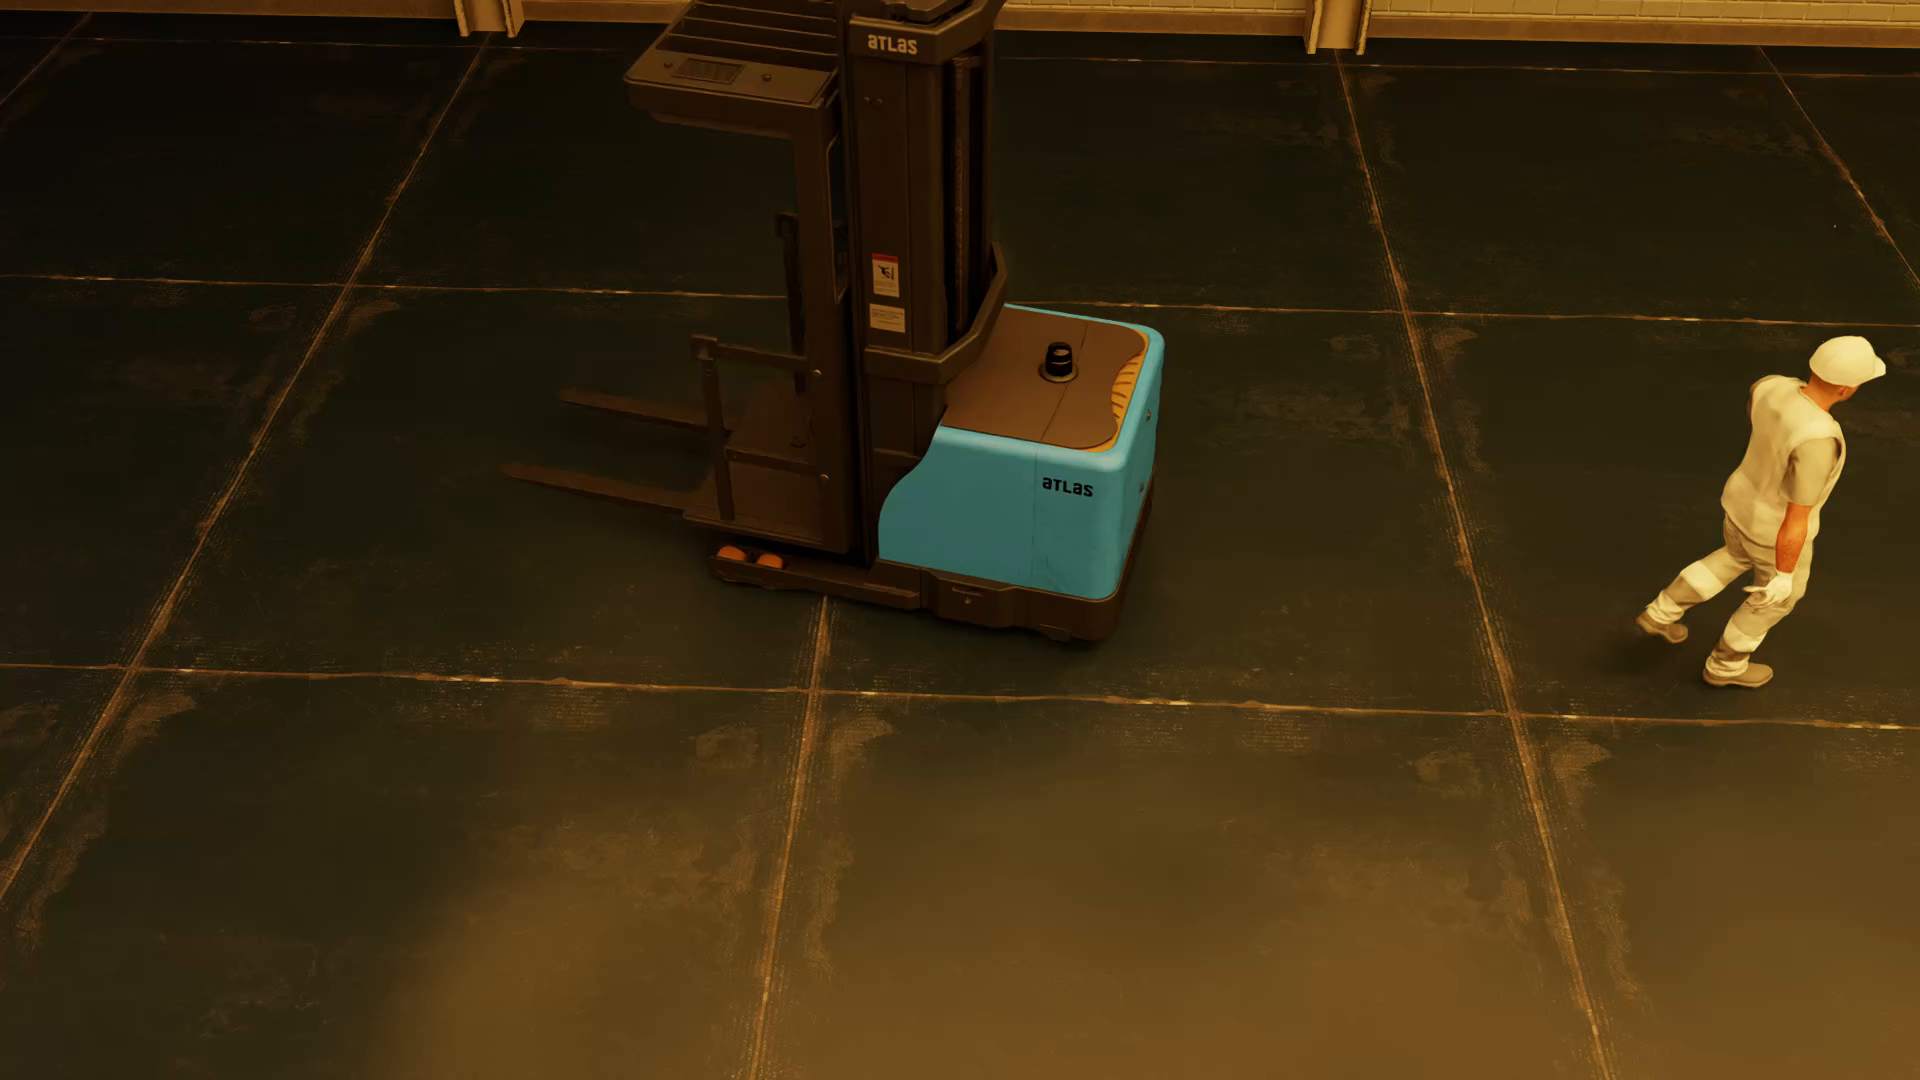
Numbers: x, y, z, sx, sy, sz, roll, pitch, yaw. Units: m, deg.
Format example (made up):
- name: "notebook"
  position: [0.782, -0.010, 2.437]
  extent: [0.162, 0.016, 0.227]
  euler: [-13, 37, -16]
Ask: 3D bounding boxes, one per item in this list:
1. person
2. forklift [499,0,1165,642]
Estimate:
- name: "person"
  position: [3.246, -0.089, 6.703]
  extent: [0.590, 1.766, 0.812]
  euler: [-6, 43, -6]
- name: "forklift"
  position: [-0.657, -1.185, 7.041]
  extent: [3.031, 2.935, 1.130]
  euler: [11, 43, 12]
